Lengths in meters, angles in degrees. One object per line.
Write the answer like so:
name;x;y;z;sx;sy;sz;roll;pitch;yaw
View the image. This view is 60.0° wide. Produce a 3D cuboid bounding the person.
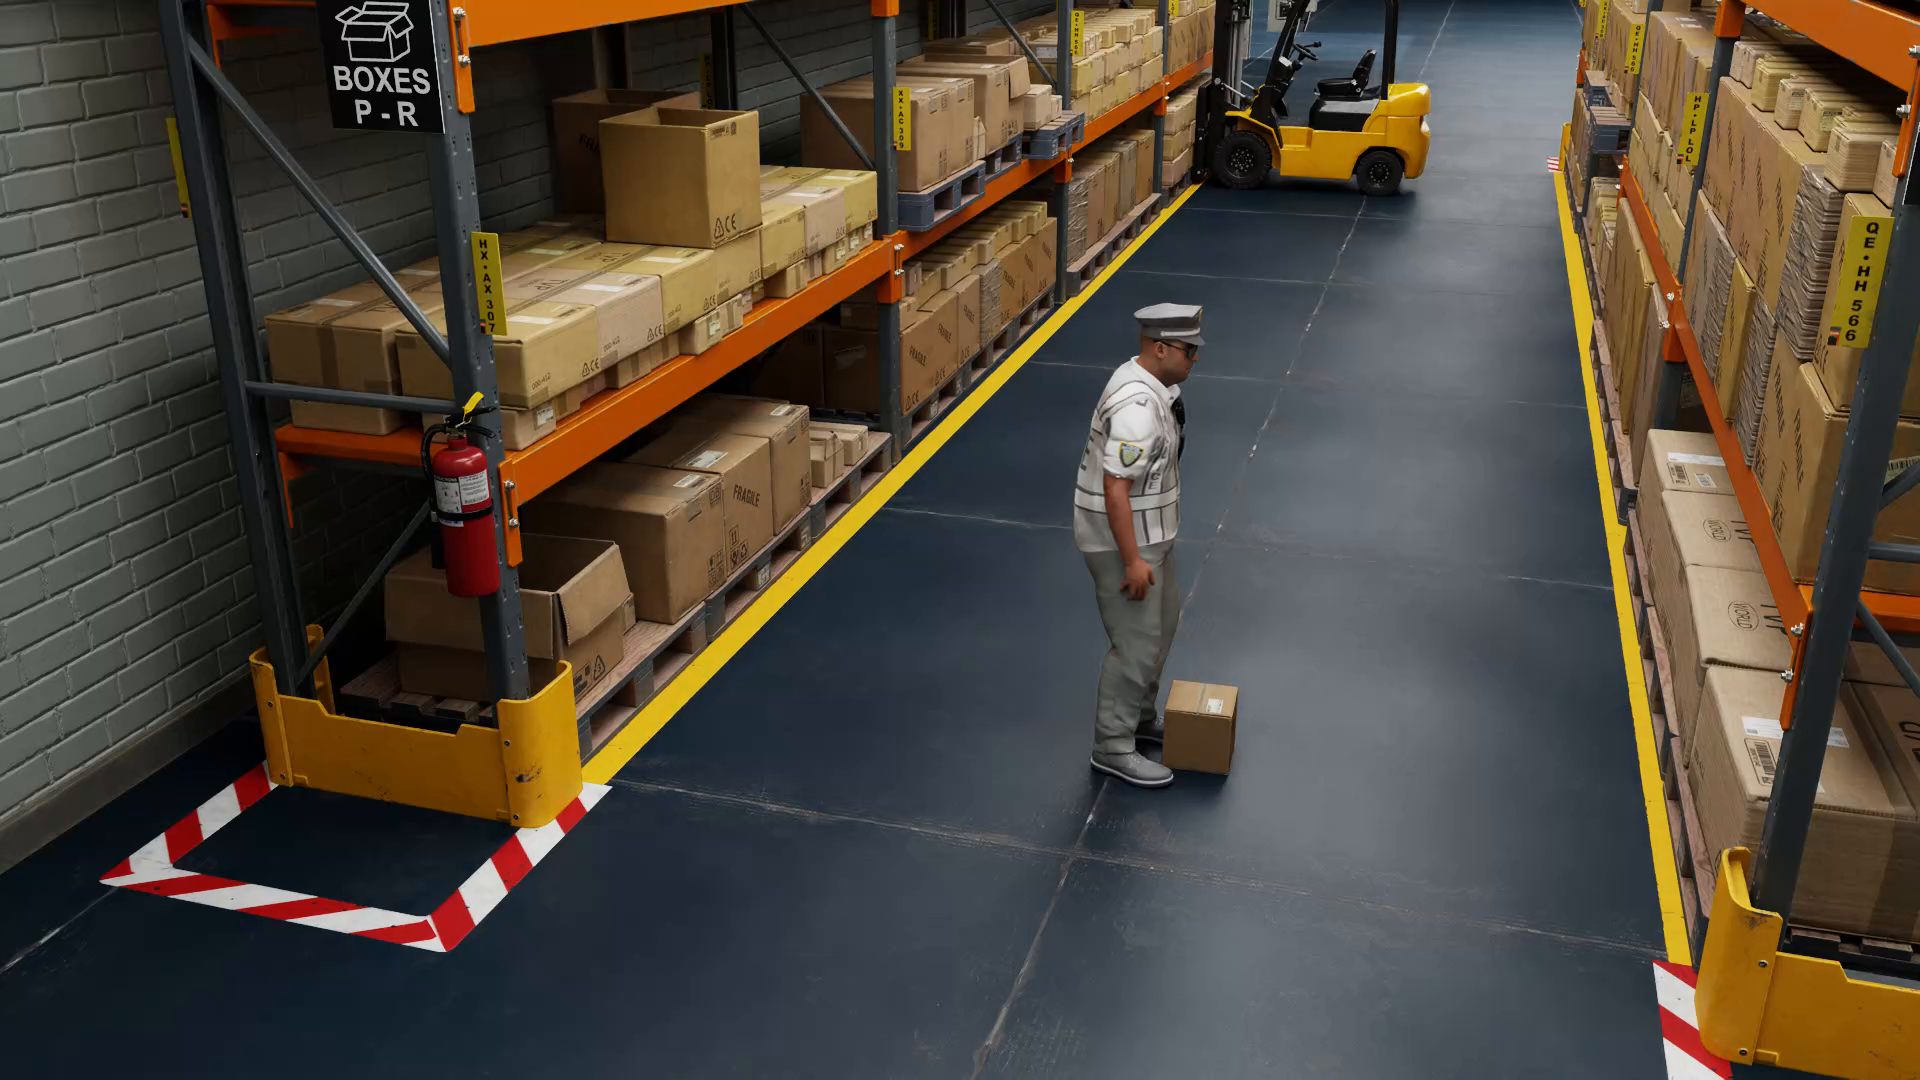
person;0.661;-0.007;6.094;0.475;1.747;0.584;6;23;14
